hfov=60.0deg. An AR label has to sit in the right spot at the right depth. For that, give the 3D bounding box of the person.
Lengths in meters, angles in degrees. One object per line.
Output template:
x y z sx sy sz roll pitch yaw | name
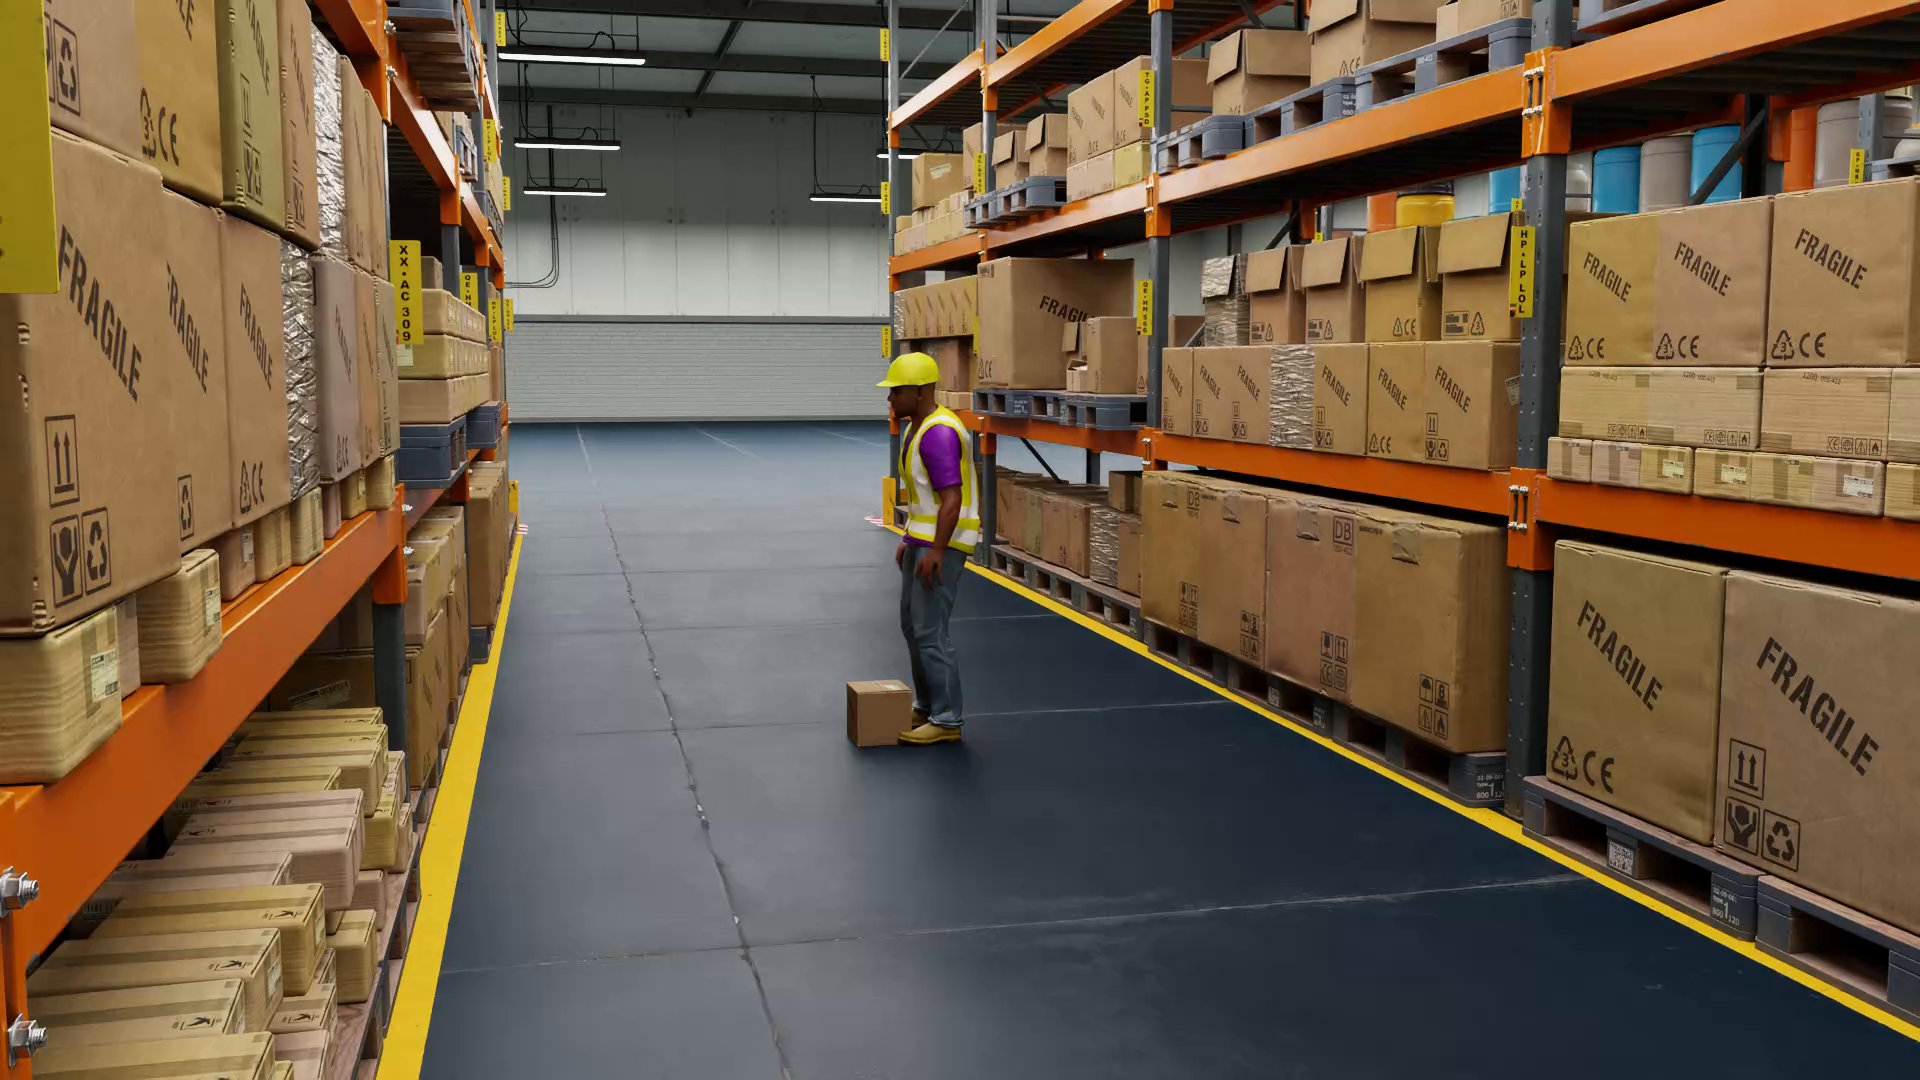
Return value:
-0.153 0.031 7.575 0.457 1.761 0.626 -1 6 -13 | person
